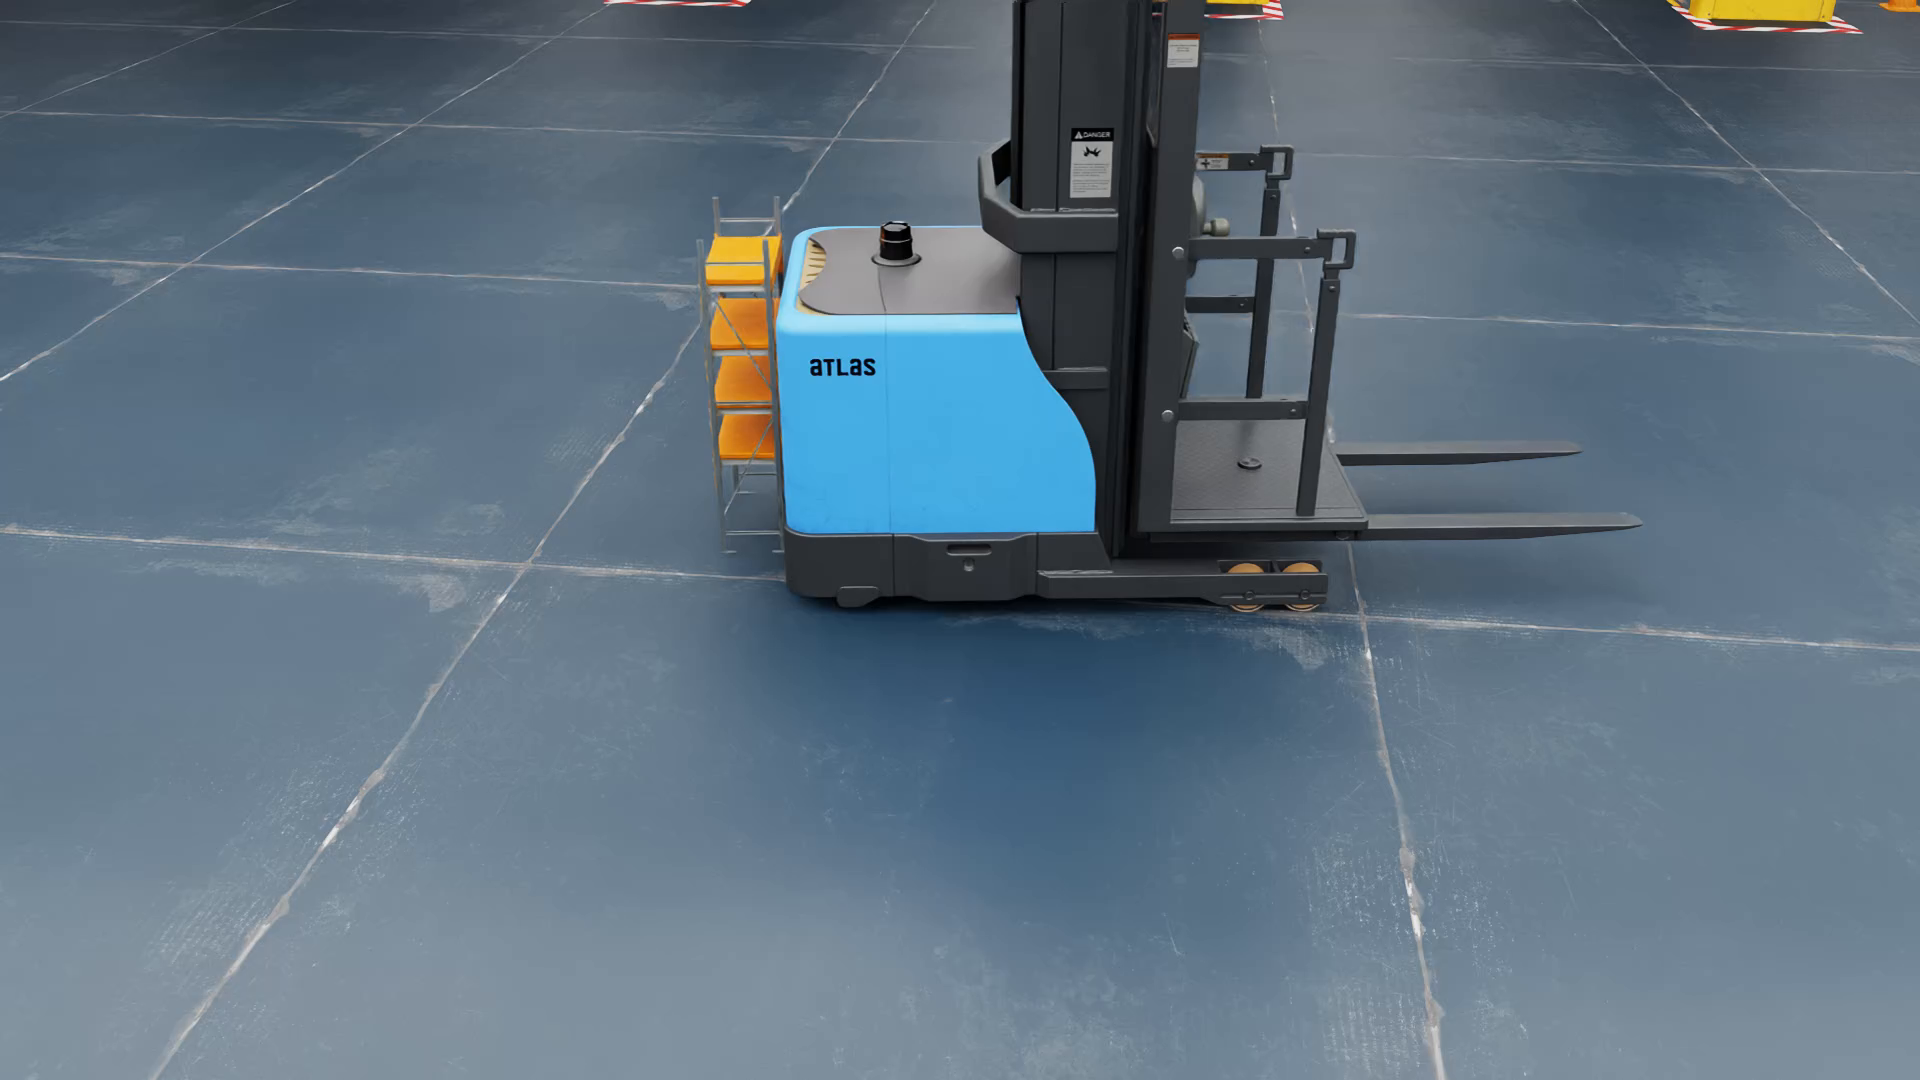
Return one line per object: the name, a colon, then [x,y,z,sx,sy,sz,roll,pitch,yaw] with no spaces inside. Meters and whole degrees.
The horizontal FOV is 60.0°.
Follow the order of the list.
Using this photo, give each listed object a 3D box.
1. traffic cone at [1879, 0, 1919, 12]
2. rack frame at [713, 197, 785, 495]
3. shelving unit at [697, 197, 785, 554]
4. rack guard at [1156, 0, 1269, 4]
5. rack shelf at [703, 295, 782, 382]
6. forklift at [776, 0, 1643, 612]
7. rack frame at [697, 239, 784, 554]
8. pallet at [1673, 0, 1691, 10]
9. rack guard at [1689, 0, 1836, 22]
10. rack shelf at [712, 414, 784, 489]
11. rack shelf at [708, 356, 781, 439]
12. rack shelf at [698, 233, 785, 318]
traffic cone: [8.705,-5.117,15.261,0.336,0.463,0.334,3,28,6]
rack frame: [-0.775,-0.713,6.308,0.240,1.200,0.015,-1,28,-1]
shelving unit: [-0.769,-0.597,6.093,0.258,1.200,0.503,-1,28,-1]
rack guard: [2.330,-5.338,15.631,1.175,0.500,0.348,3,28,6]
rack shelf: [-0.770,-0.735,6.019,0.258,0.148,0.480,-1,28,-1]
forklift: [0.897,-1.292,5.558,3.031,2.935,1.130,-1,28,-1]
rack frame: [-0.764,-0.481,5.878,0.240,1.200,0.015,-1,28,-1]
pallet: [7.251,-5.220,15.717,1.003,0.211,1.213,3,28,6]
rack guard: [7.228,-4.955,14.920,1.175,0.500,0.348,3,28,6]
rack shelf: [-0.769,-0.363,6.219,0.258,0.148,0.480,-1,28,-1]
rack shelf: [-0.769,-0.538,6.125,0.258,0.148,0.480,-1,28,-1]
rack shelf: [-0.770,-0.943,5.907,0.258,0.148,0.480,-1,28,-1]
